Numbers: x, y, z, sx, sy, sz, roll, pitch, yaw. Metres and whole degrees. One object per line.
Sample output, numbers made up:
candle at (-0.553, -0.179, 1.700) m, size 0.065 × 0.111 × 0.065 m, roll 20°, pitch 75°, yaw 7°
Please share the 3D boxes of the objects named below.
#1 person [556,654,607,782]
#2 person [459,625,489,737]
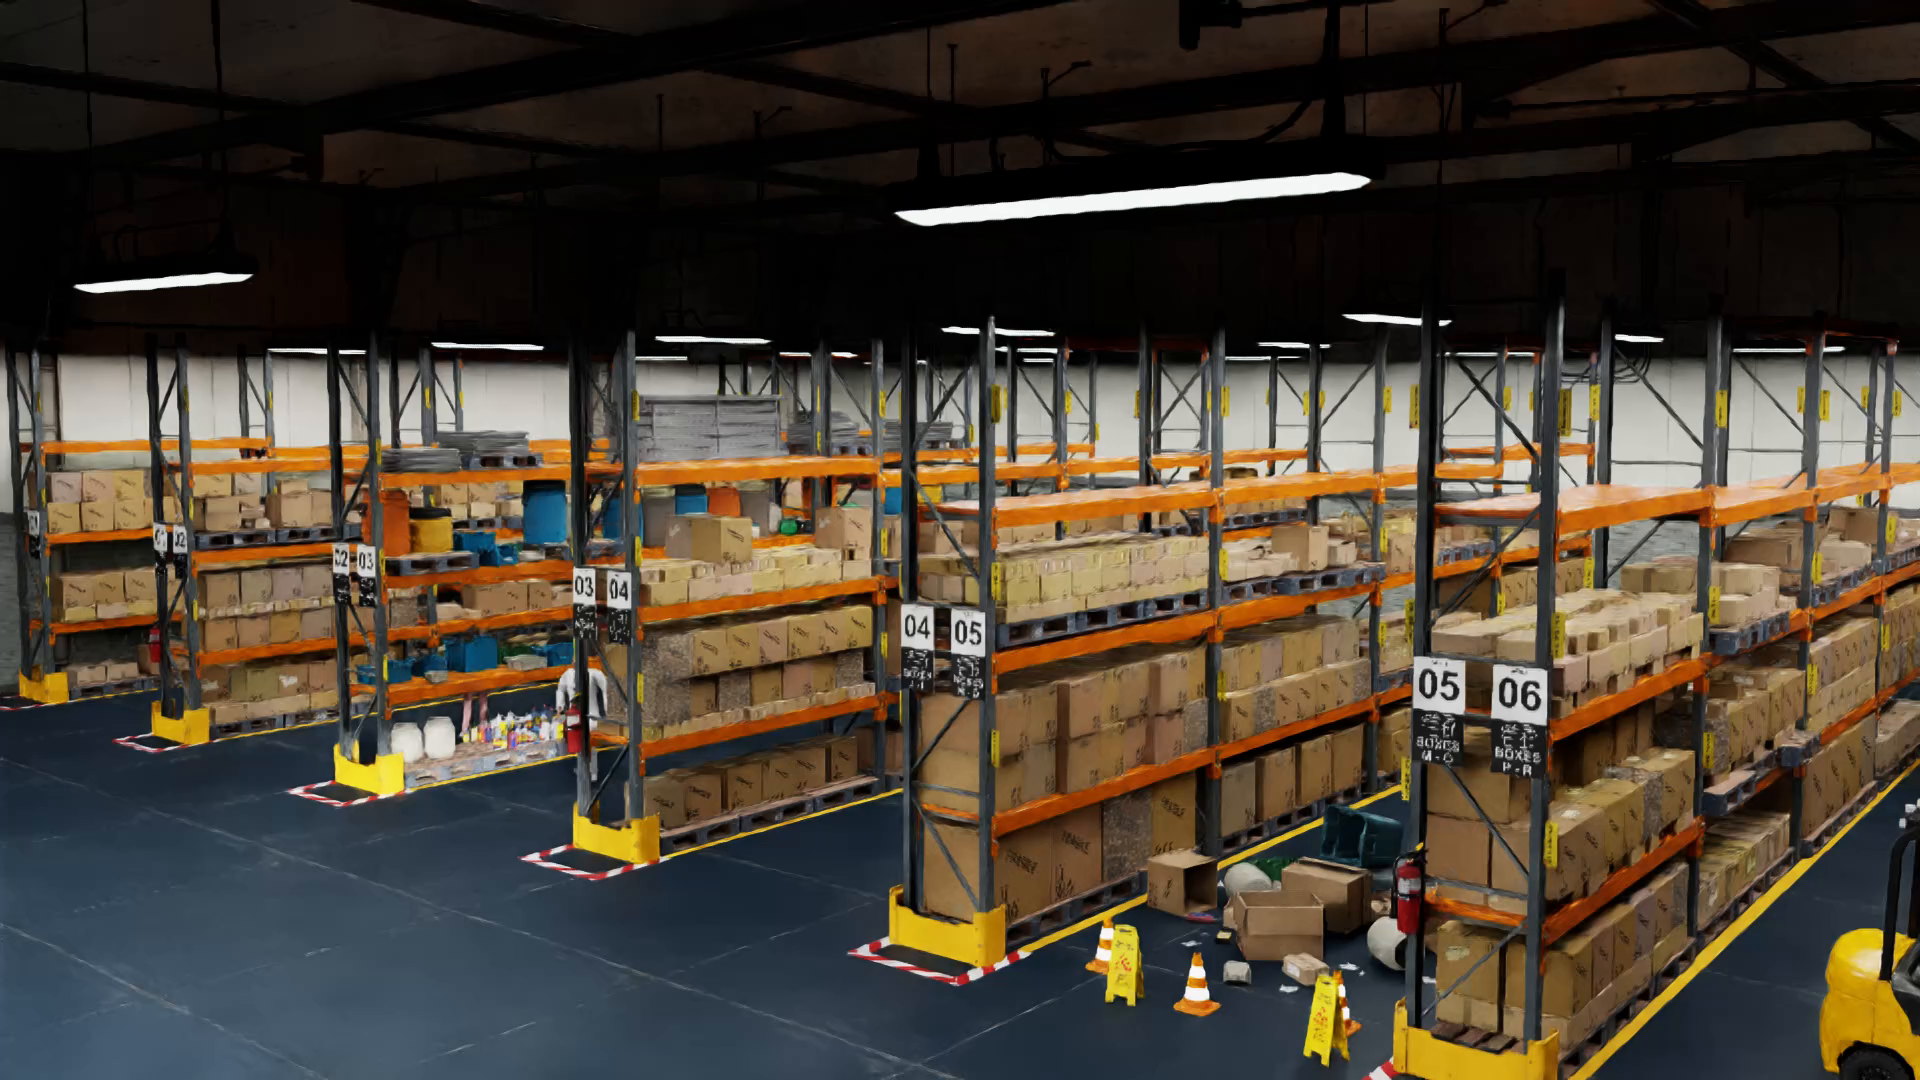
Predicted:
person at (-4.986, 2.309, 22.088) m, size 0.726 × 1.711 × 0.844 m, roll 2°, pitch 5°, yaw 19°
person at (-7.258, 2.094, 24.774) m, size 0.493 × 1.669 × 0.477 m, roll -2°, pitch 5°, yaw -20°
